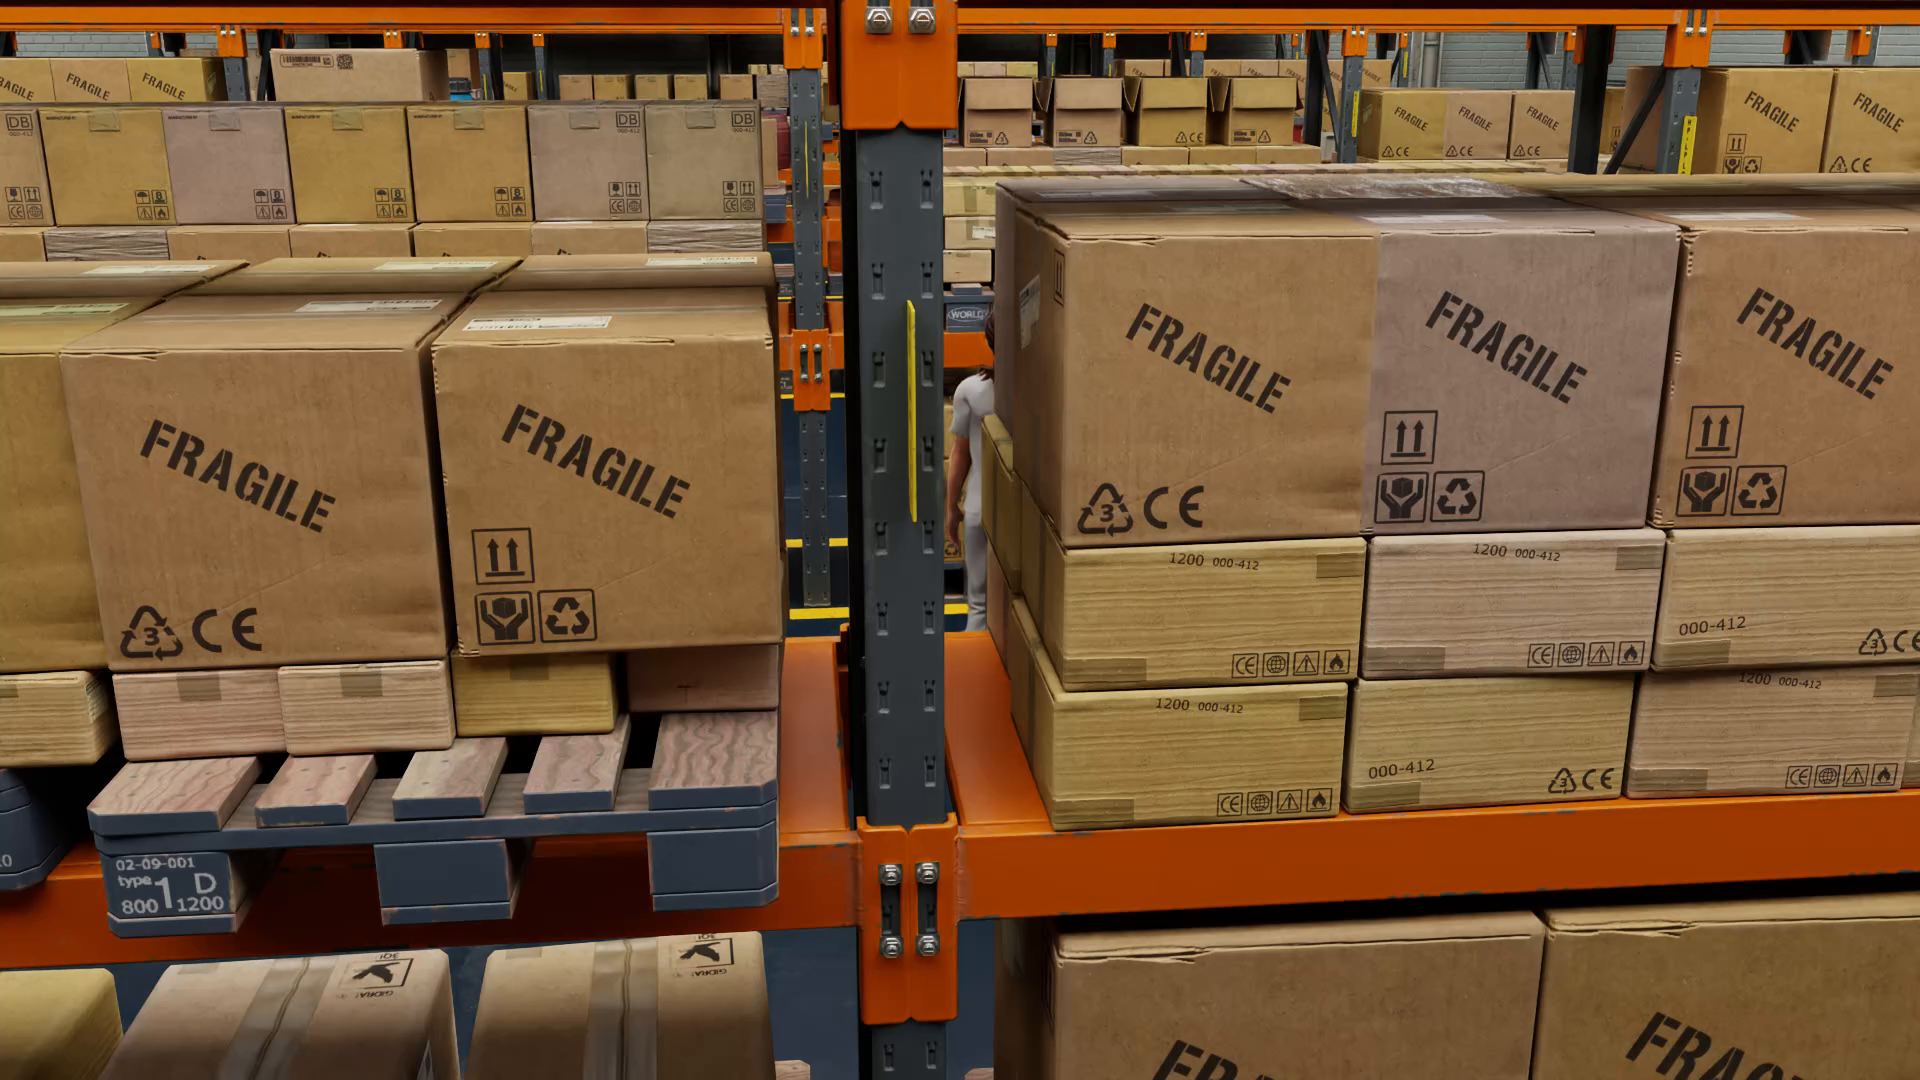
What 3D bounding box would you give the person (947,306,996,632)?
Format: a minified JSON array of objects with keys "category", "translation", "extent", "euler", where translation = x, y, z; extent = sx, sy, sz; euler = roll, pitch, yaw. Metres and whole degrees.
[{"category":"person","translation":[0.201,-0.058,6.215],"extent":[0.553,1.682,0.361],"euler":[7,18,21]}]
